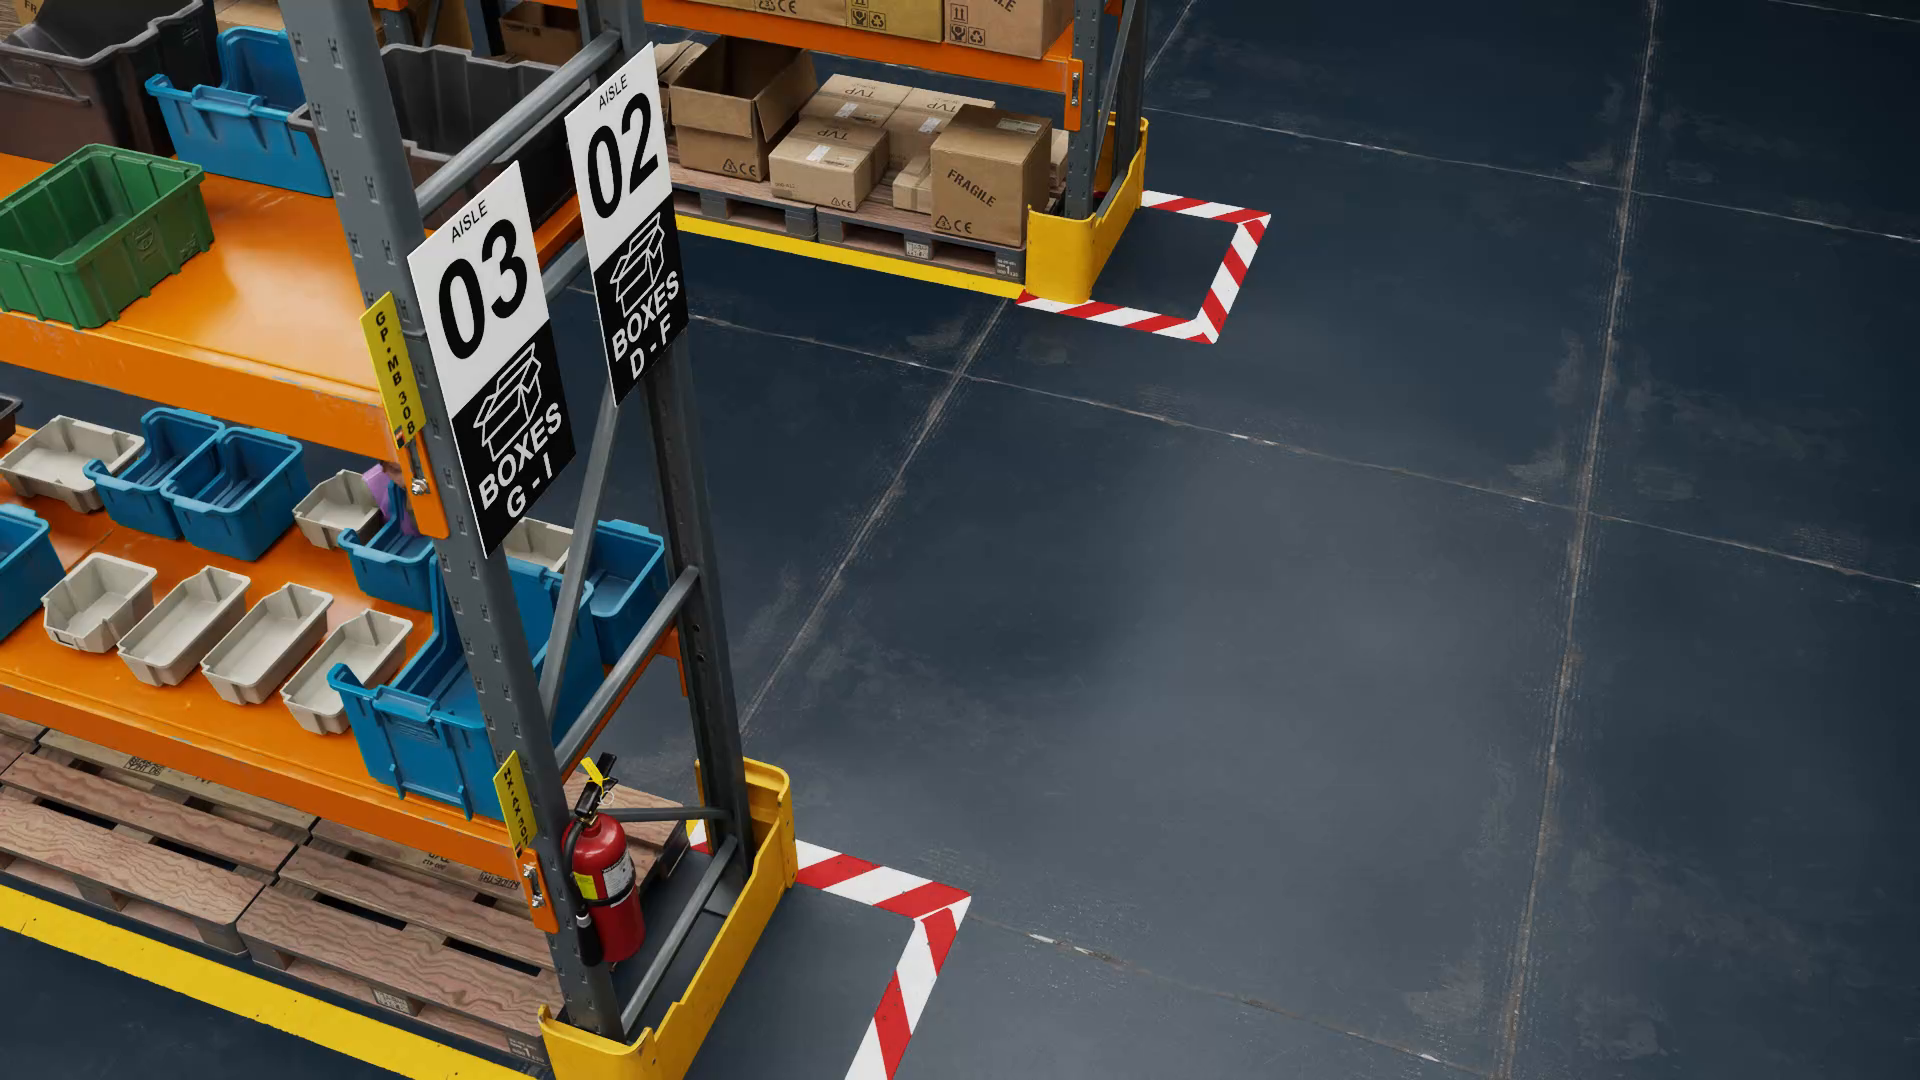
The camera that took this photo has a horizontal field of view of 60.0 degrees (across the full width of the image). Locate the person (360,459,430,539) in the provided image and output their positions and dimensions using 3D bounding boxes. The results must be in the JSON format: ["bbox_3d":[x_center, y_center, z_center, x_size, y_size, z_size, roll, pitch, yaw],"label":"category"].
[{"bbox_3d":[-1.743,0.185,5.652,0.474,1.592,0.350,-5,42,-6],"label":"person"}]
